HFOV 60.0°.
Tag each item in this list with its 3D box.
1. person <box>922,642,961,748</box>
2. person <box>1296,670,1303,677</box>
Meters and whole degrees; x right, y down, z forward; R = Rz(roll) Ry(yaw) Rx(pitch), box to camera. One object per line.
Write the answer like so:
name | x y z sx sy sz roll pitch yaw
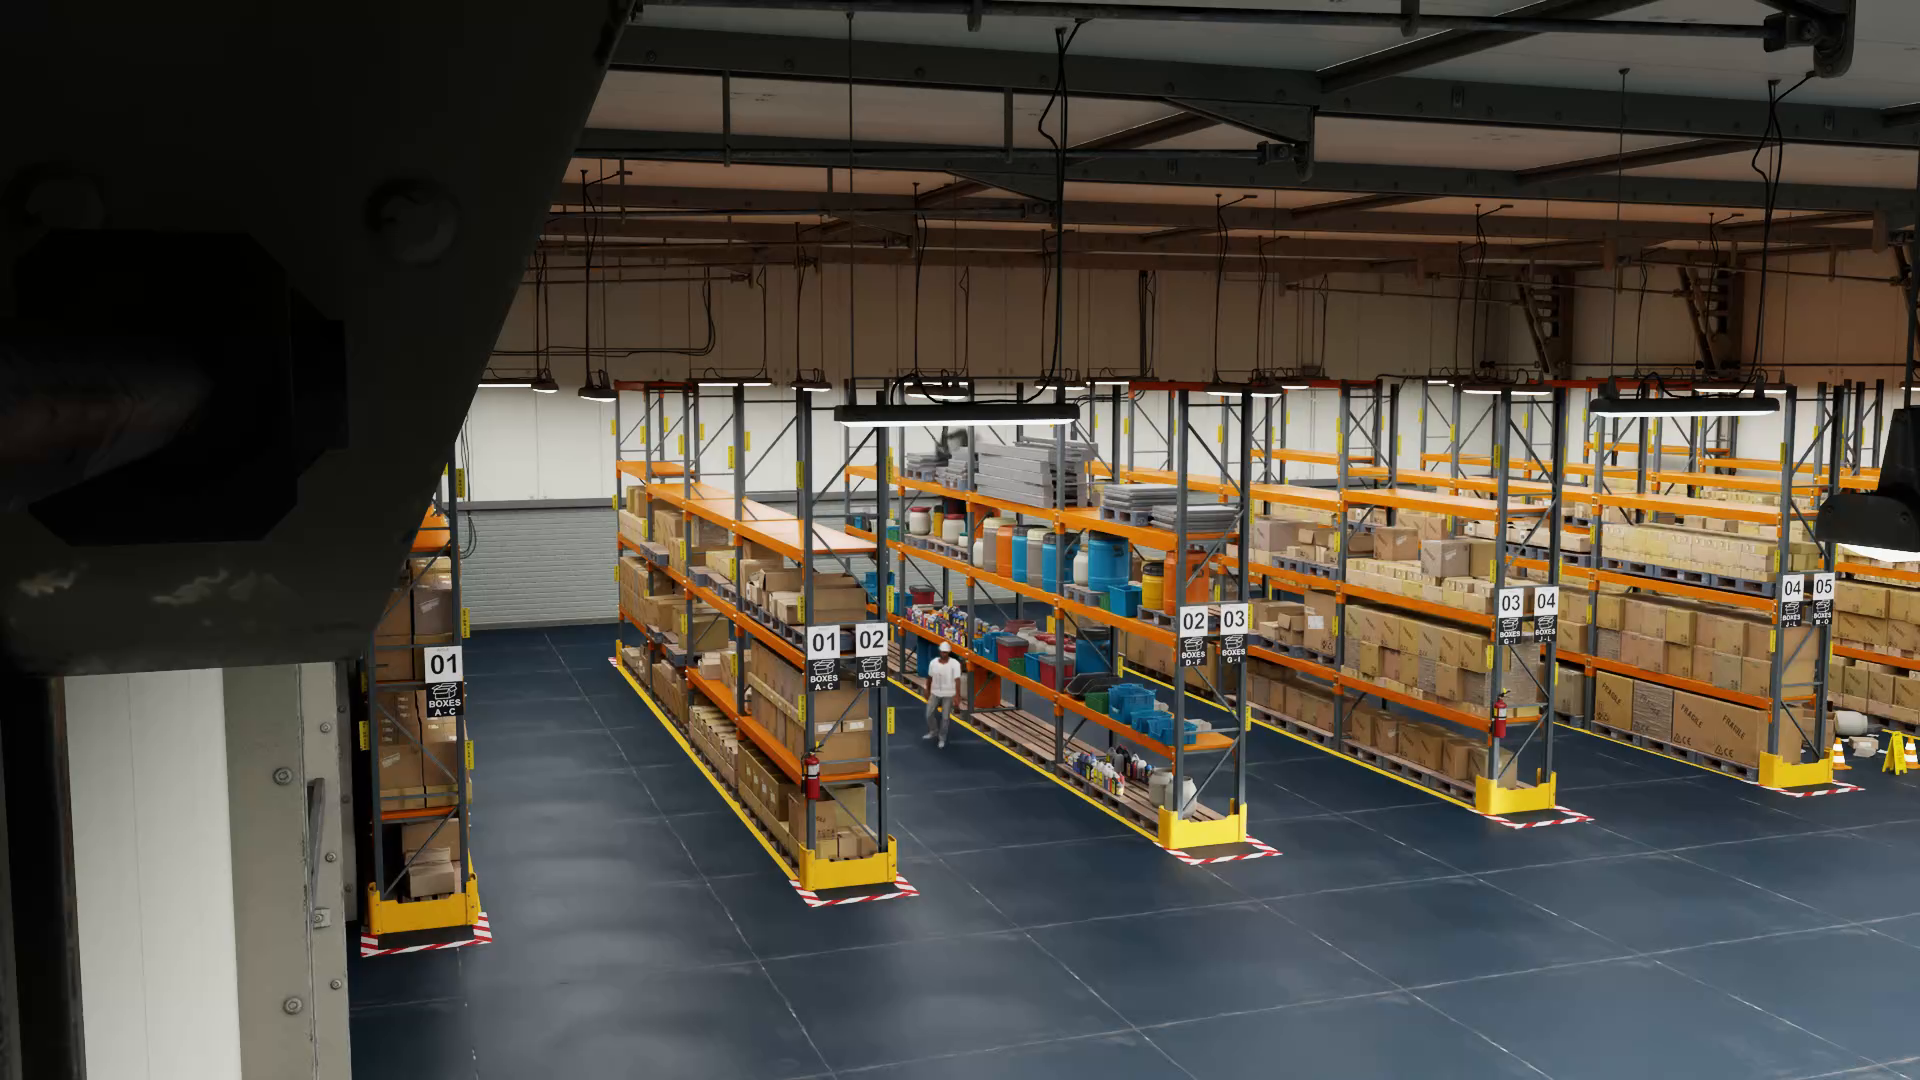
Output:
person | -0.301 2.558 27.539 0.671 1.778 0.471 1 6 14
person | 6.644 2.019 33.106 0.524 1.546 0.866 -2 6 -14
